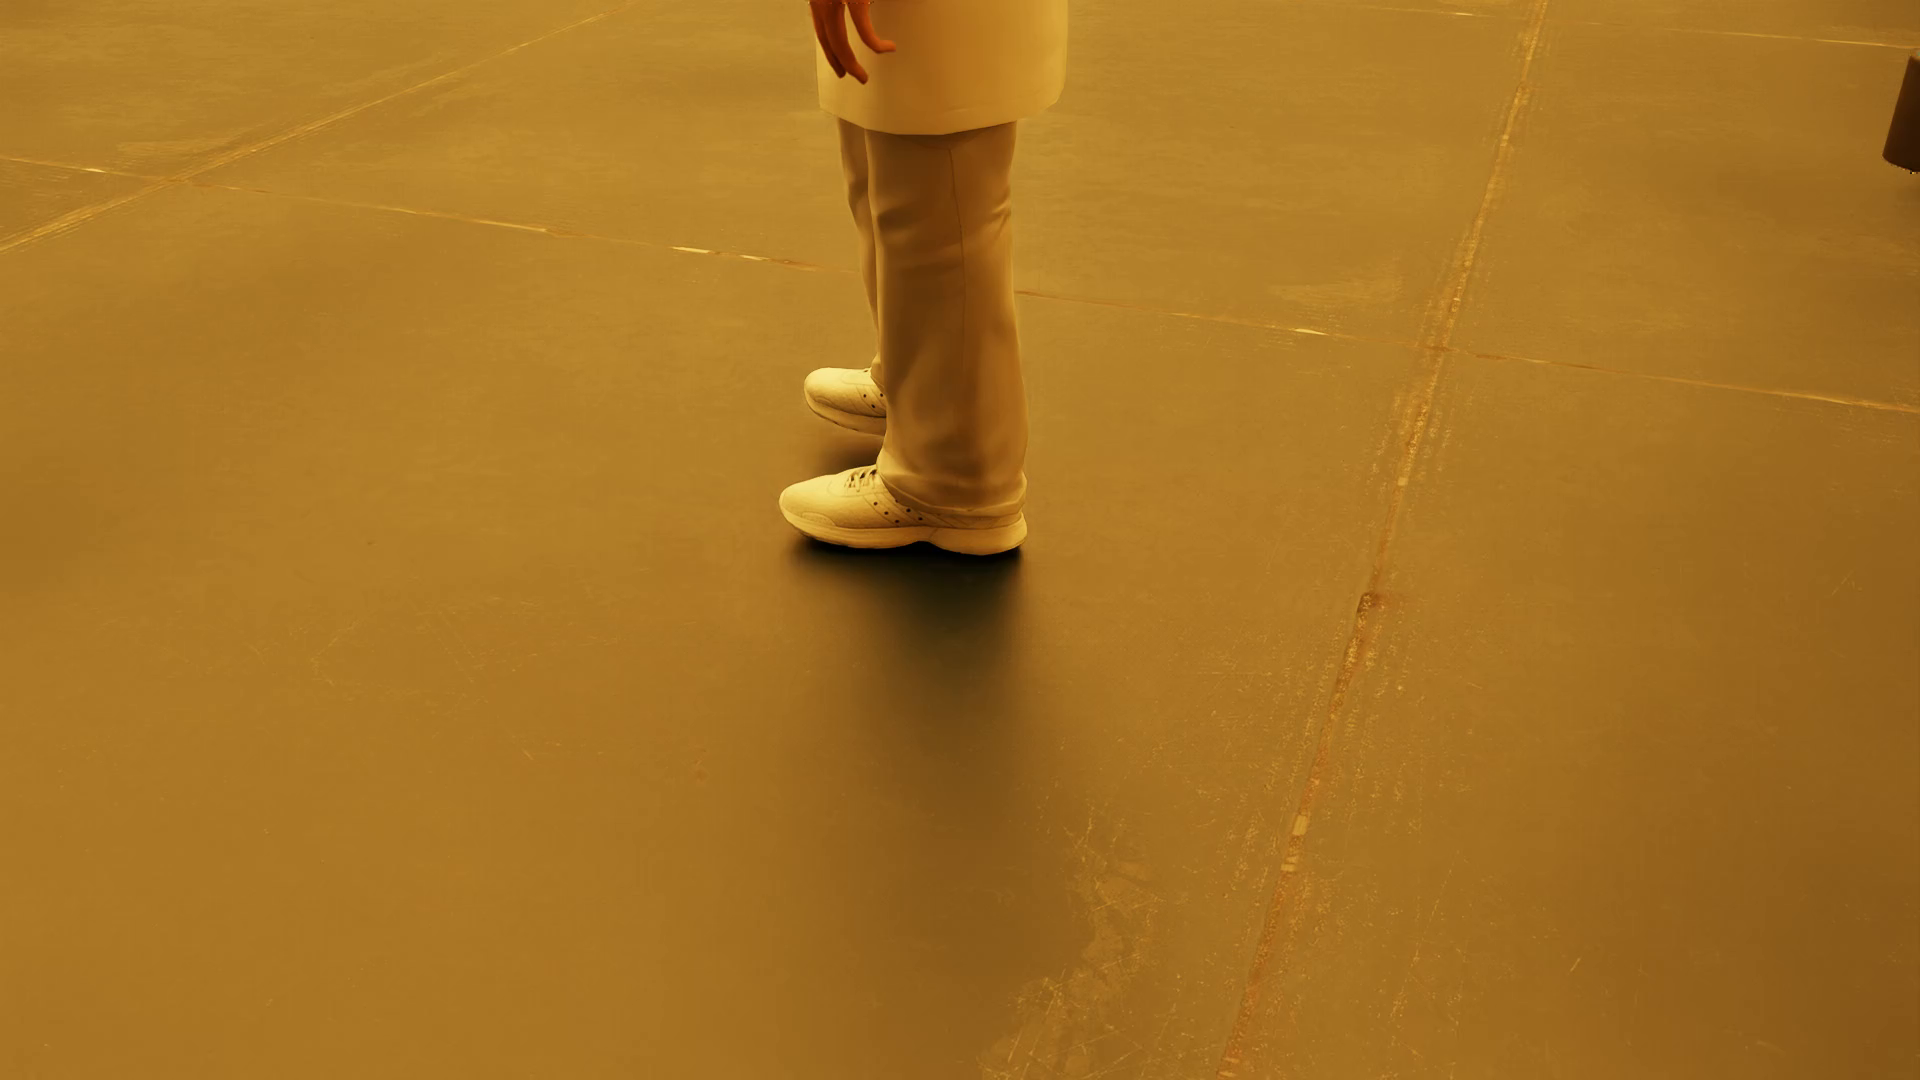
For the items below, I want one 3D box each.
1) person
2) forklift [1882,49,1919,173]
[{"bbox_3d":[-0.085,-0.797,2.089,0.579,1.778,0.696,10,31,18],"label":"person"},{"bbox_3d":[3.744,-2.237,3.476,3.031,2.935,1.130,-14,32,-23],"label":"forklift"}]
